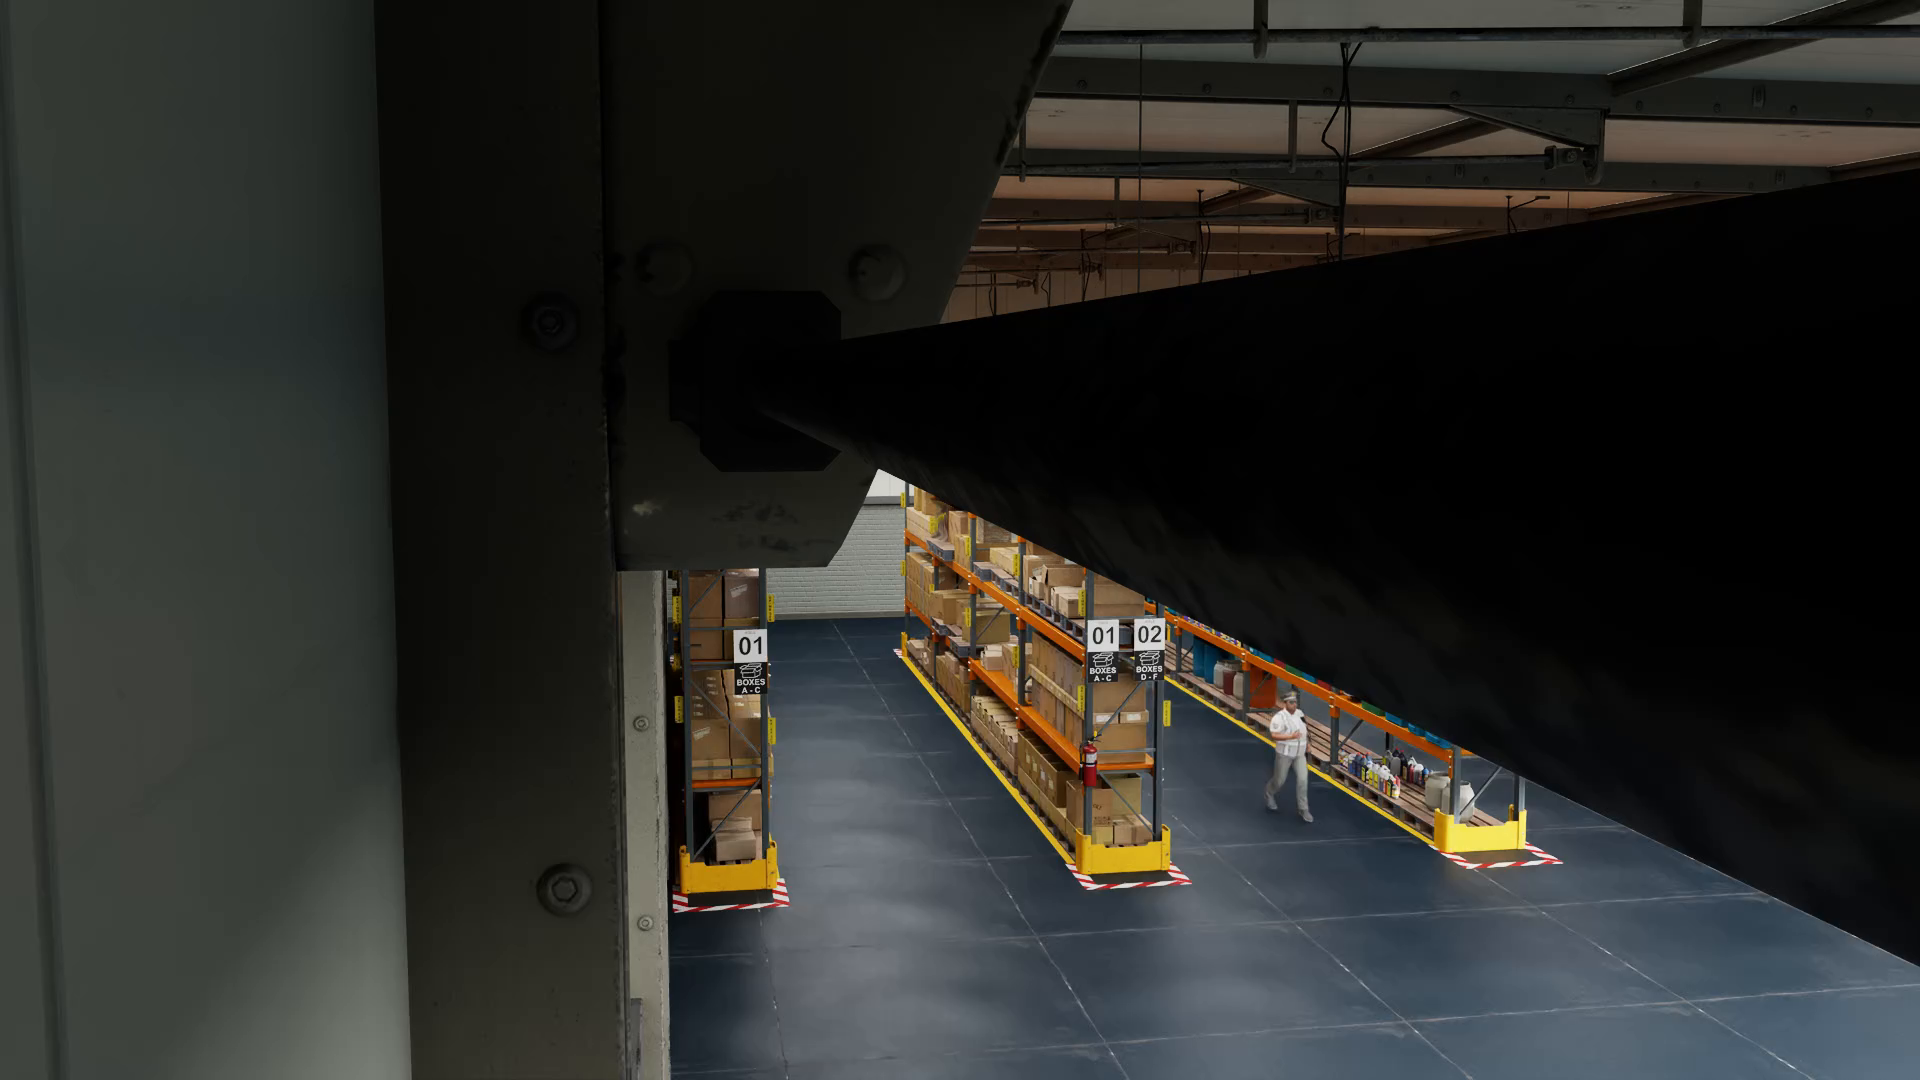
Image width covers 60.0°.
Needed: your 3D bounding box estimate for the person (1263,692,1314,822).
[{"bbox_3d":[4.650,2.998,23.419,0.661,1.771,0.985,-2,6,-21],"label":"person"}]
